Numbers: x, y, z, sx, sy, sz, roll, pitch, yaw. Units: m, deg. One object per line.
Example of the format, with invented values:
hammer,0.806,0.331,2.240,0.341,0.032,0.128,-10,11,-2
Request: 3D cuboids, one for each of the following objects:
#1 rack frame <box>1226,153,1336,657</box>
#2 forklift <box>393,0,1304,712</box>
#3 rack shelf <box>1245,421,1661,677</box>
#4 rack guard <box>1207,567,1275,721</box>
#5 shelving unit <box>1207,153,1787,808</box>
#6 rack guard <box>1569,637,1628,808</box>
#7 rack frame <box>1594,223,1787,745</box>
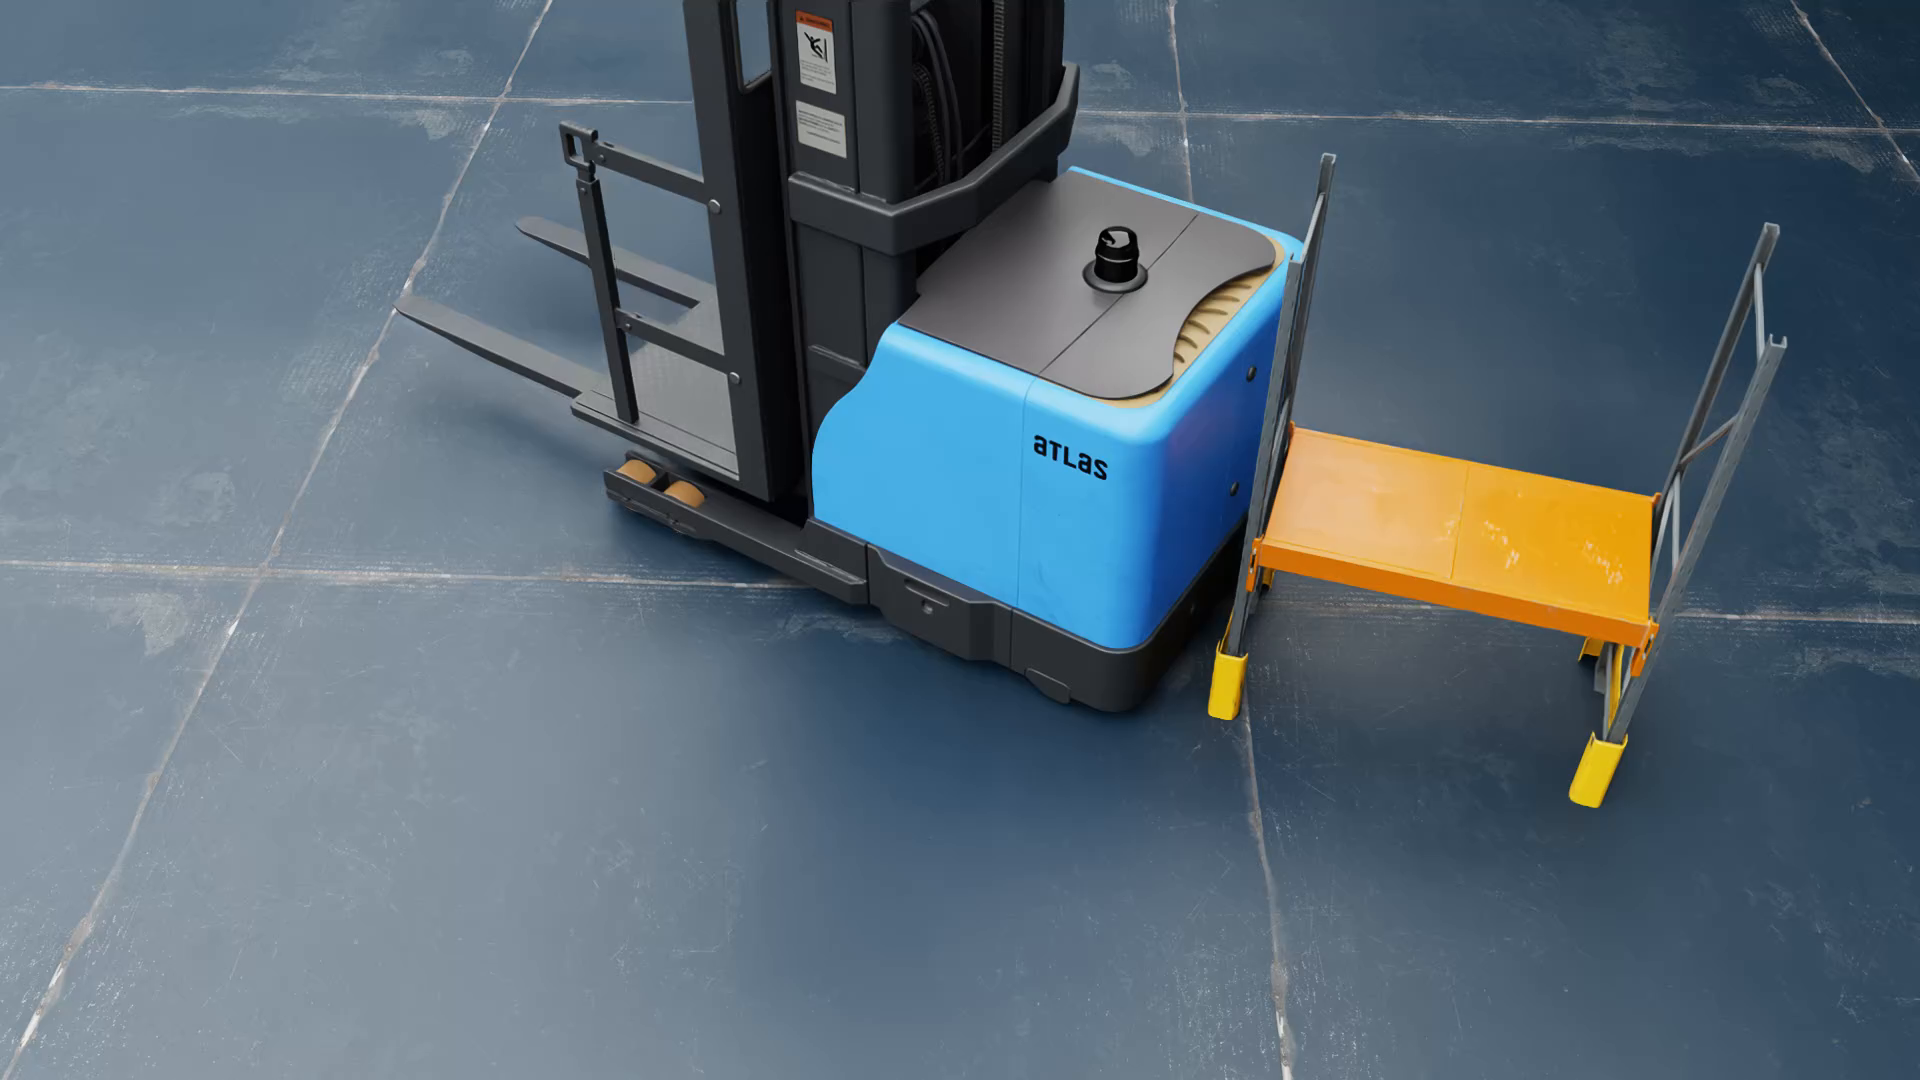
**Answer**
rack frame,0.827,-0.233,4.400,0.032,1.500,0.500,13,44,13
forklift,-0.531,-1.370,4.570,3.031,2.935,1.130,24,48,23
rack shelf,1.310,0.006,4.407,1.000,0.185,0.538,13,44,13
rack guard,0.828,0.224,4.826,0.087,0.250,0.587,13,44,13
shelving unit,1.302,-0.128,4.287,1.083,1.500,0.587,13,44,13
rack guard,1.775,0.435,4.600,0.087,0.250,0.587,13,44,13
rack frame,1.794,-0.019,4.170,0.032,1.500,0.500,13,44,13
